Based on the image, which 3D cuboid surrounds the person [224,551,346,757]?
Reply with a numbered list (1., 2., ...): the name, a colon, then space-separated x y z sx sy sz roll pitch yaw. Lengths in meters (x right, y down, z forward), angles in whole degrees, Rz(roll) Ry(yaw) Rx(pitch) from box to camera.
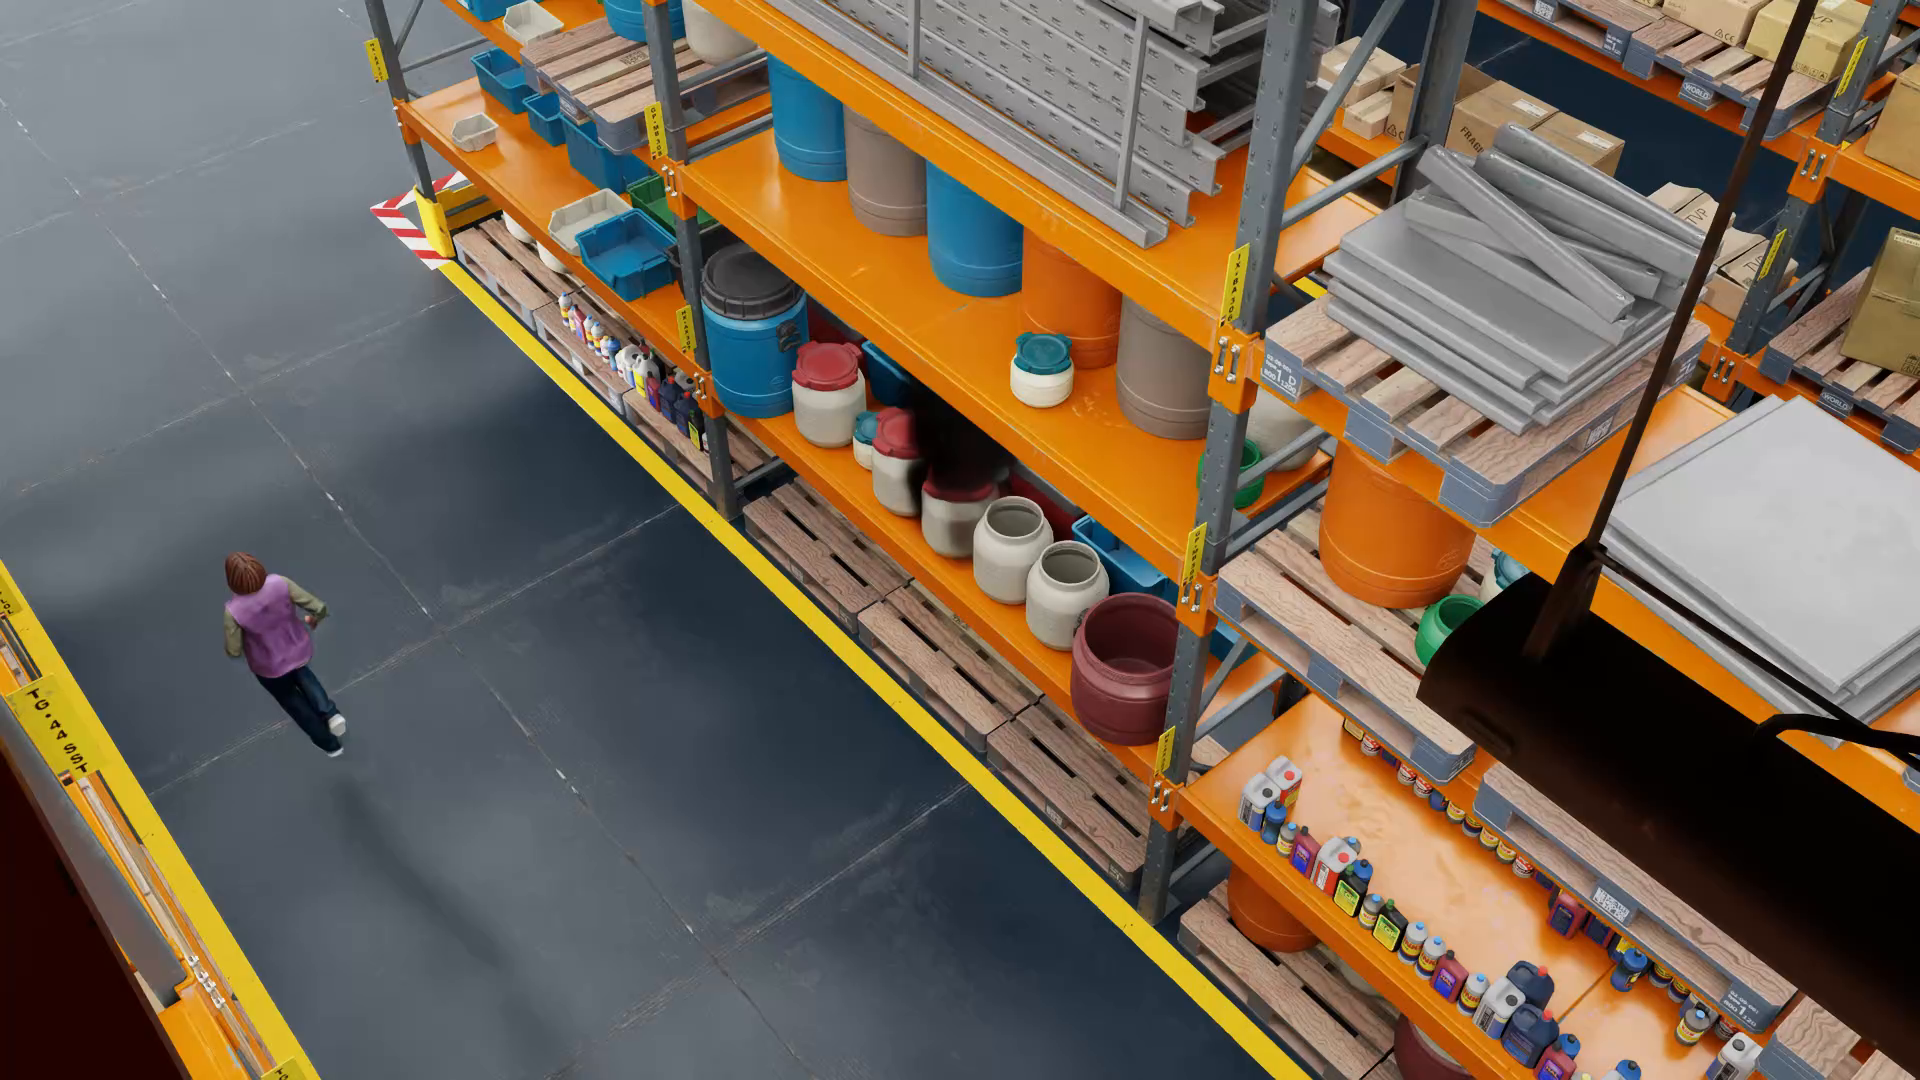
1. person: -3.658 0.584 8.956 0.494 1.570 0.515 34 55 28
